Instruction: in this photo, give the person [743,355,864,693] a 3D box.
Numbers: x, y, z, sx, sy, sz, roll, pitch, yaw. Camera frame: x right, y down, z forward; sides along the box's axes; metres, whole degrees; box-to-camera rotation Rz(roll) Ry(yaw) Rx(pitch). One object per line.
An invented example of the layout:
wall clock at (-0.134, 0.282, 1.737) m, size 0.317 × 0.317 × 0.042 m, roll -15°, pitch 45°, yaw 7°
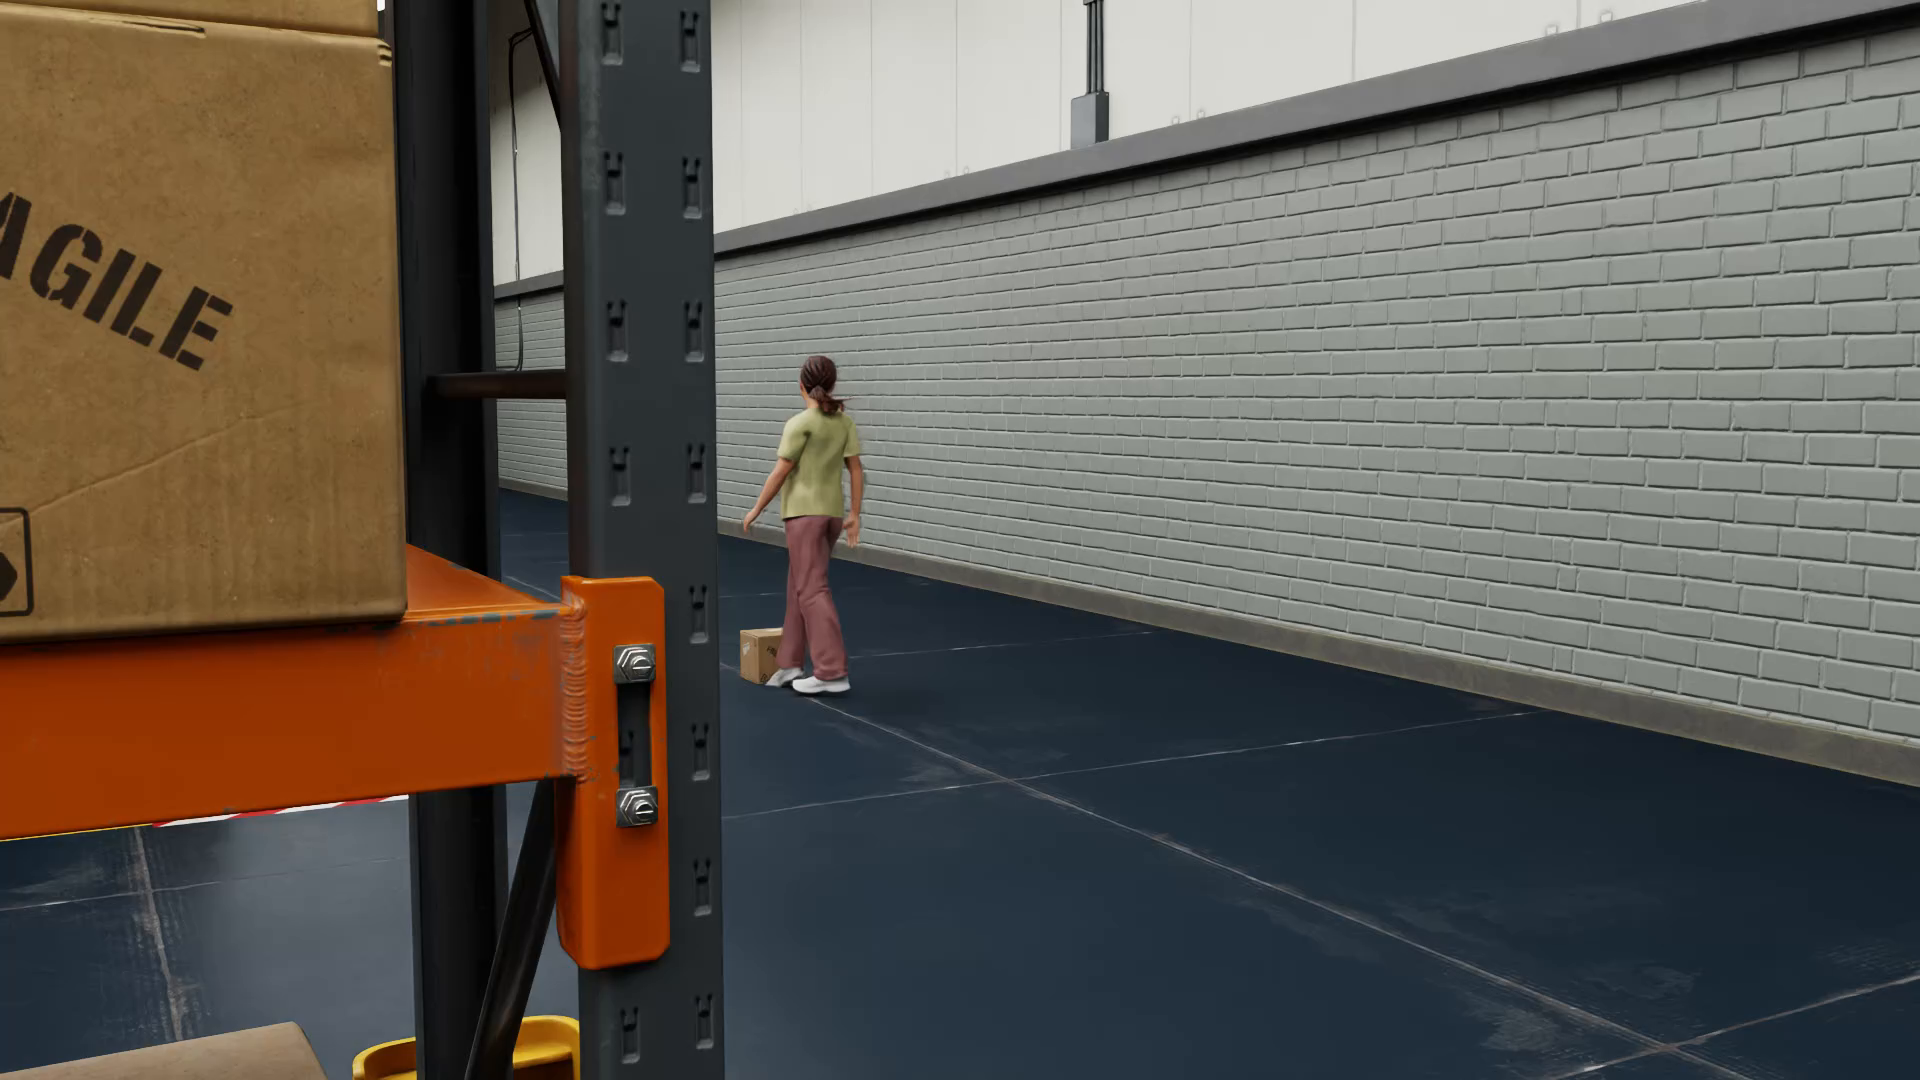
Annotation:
person at (-0.800, -0.053, 8.275) m, size 0.644 × 1.721 × 0.470 m, roll 3°, pitch 6°, yaw 34°
